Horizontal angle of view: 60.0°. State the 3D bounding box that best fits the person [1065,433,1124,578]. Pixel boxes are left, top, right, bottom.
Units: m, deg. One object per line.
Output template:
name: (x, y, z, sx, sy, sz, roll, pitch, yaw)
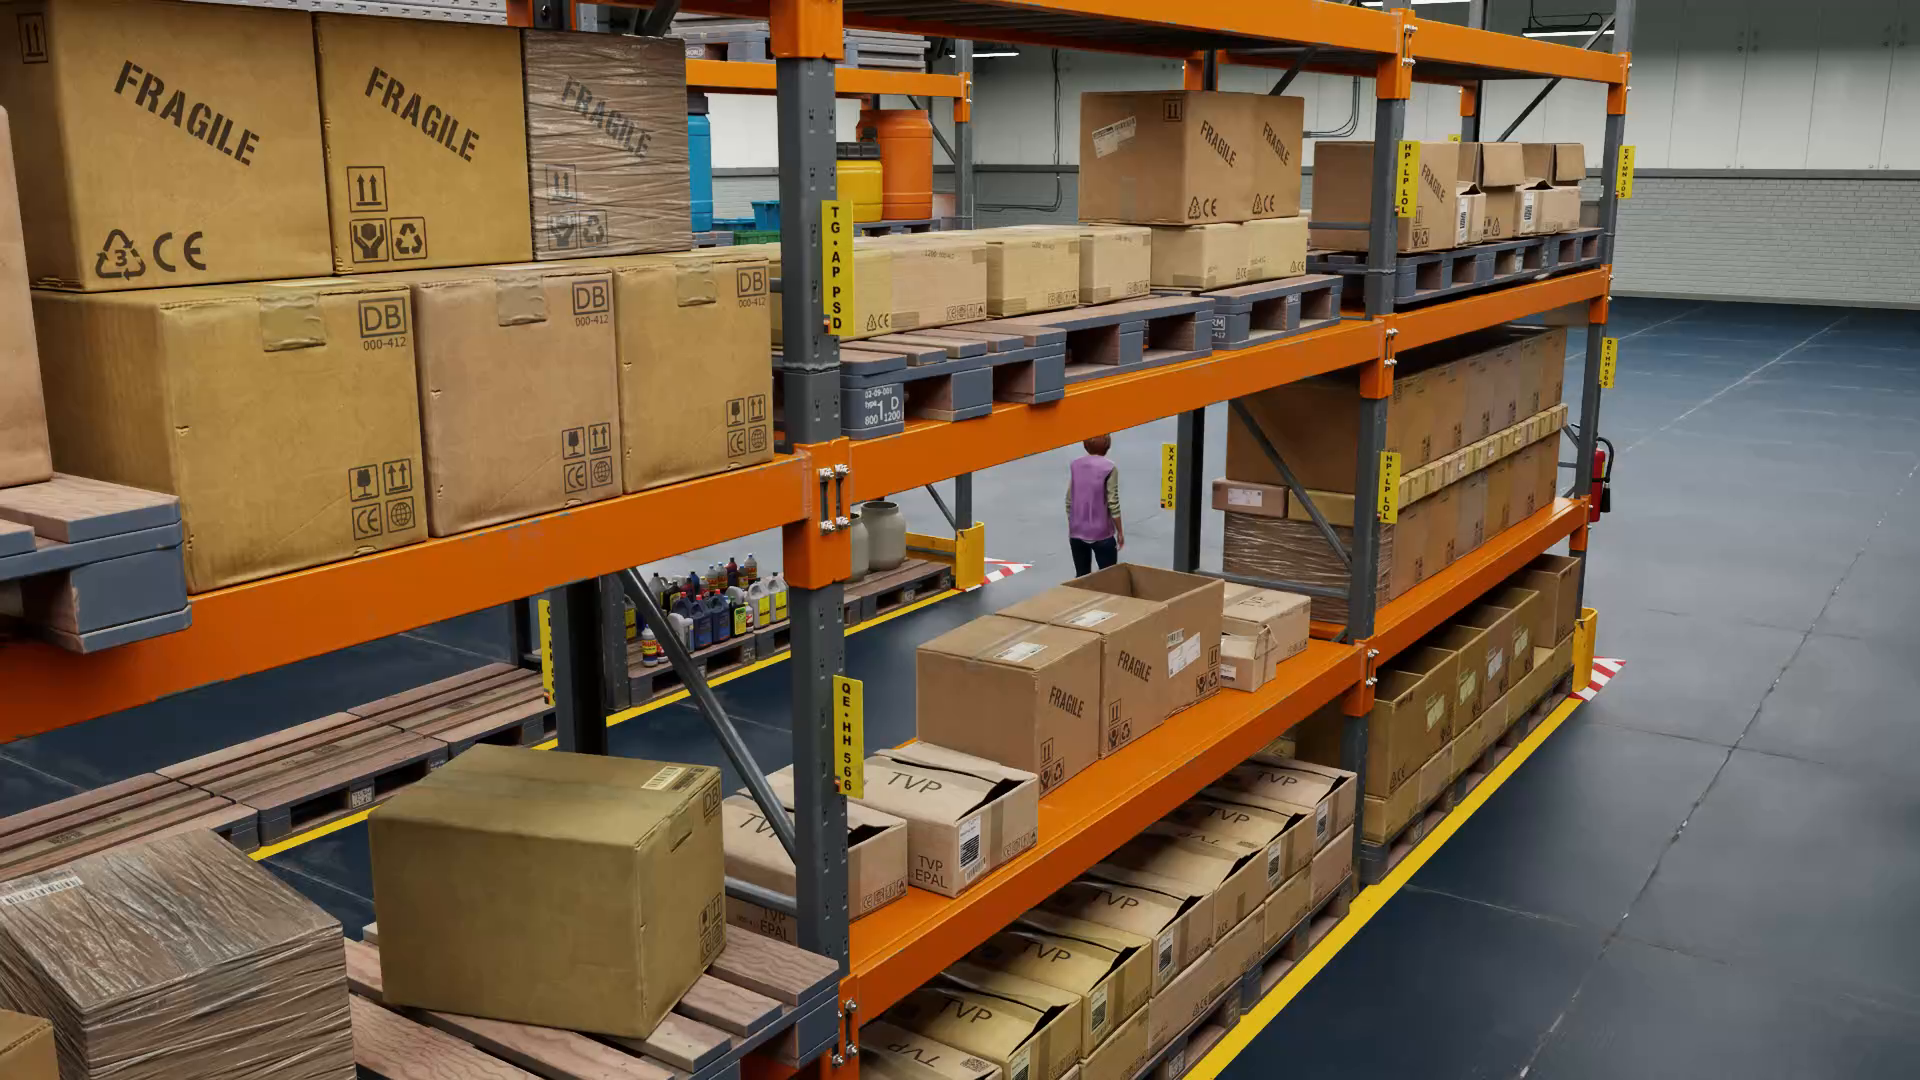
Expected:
person: (0.980, -0.038, 12.172, 0.460, 1.593, 0.343, 9, 16, 33)
